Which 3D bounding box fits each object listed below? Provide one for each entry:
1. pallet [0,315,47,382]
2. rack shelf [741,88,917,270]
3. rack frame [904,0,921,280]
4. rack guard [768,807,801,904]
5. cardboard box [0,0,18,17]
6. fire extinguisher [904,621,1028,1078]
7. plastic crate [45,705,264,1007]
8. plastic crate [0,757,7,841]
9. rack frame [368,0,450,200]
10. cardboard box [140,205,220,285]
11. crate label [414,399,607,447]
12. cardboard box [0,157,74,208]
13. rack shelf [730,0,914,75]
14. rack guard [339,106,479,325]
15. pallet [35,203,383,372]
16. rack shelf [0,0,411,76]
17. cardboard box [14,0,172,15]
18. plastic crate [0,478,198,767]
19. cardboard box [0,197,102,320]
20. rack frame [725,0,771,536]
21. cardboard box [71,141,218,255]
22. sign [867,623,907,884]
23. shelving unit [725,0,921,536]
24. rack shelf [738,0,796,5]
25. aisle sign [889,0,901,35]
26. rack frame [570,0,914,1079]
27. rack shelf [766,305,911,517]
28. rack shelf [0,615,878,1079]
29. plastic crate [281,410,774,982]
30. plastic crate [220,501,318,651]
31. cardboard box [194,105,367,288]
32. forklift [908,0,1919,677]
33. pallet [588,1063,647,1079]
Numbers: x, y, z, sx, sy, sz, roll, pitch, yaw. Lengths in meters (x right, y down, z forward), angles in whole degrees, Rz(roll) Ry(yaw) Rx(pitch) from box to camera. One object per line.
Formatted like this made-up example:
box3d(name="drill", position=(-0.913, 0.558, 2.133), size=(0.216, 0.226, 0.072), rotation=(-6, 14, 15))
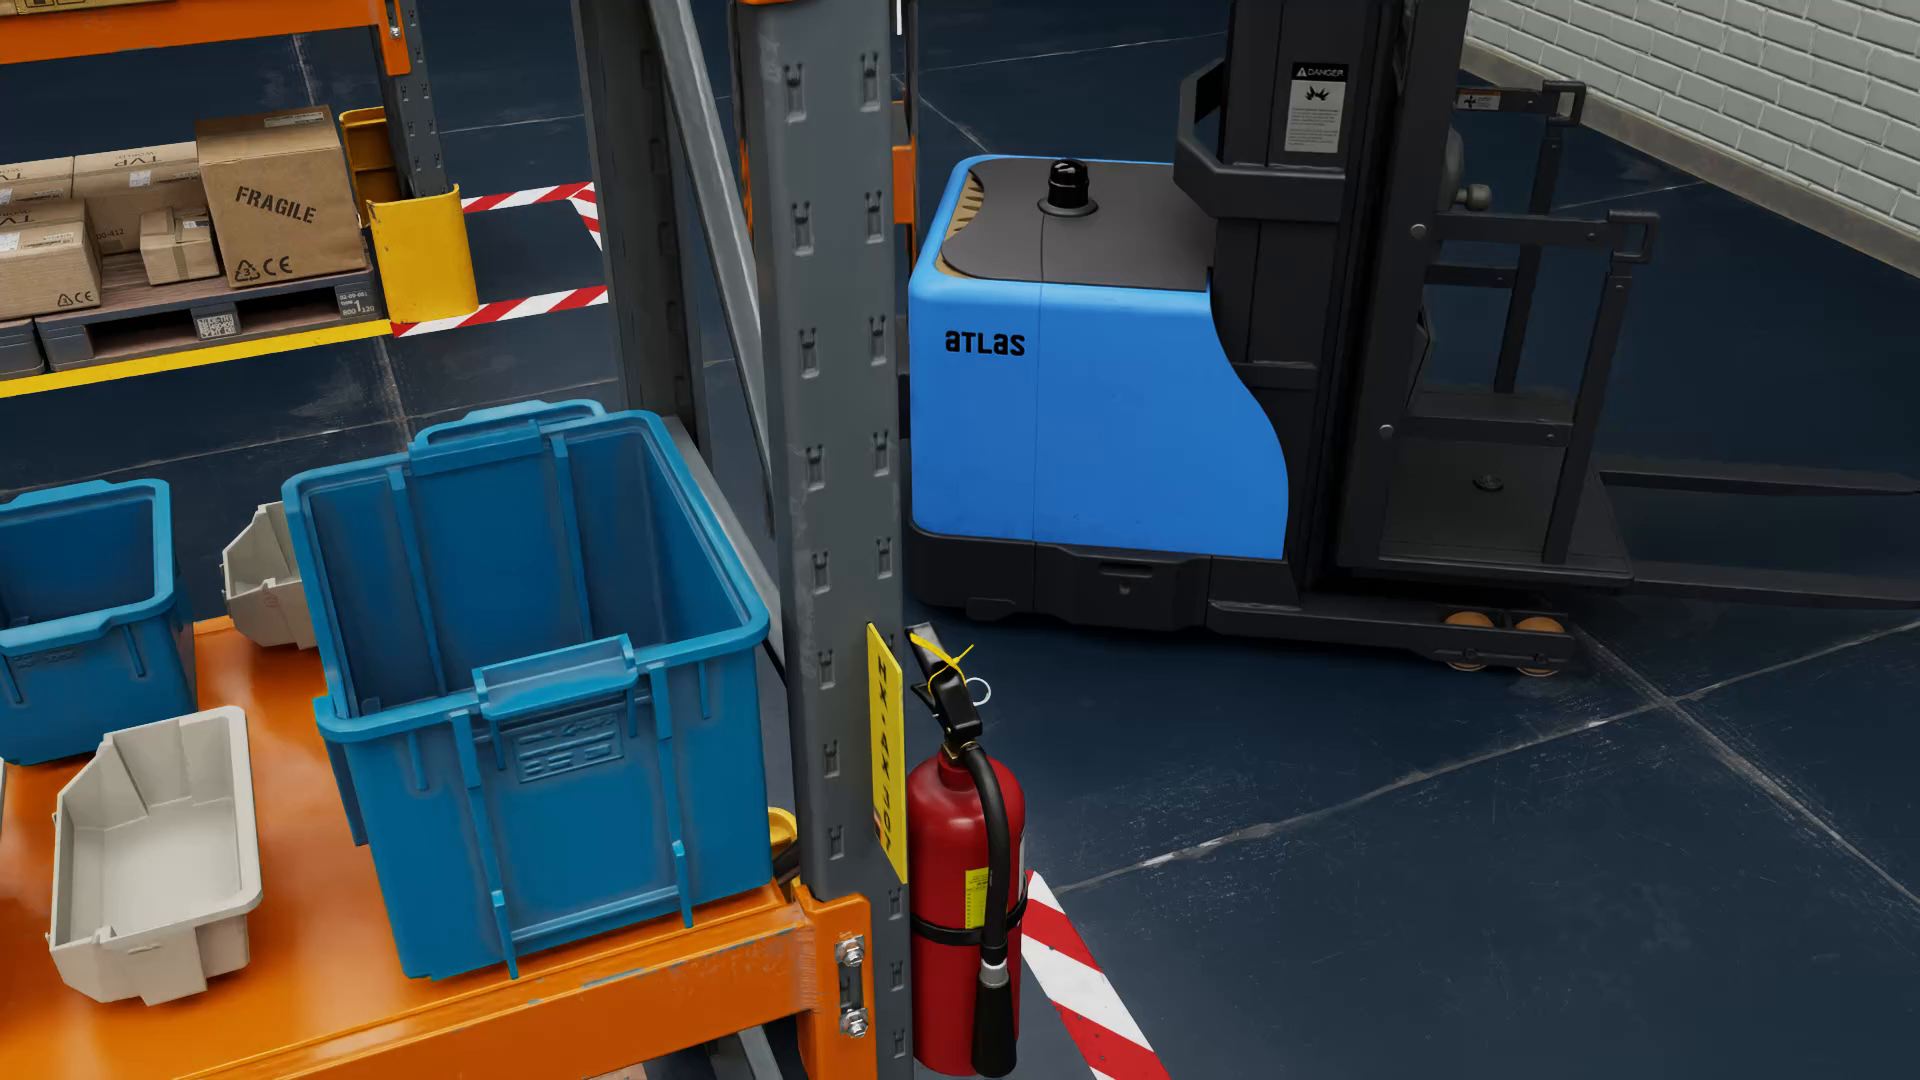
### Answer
box3d(name="pallet", position=(-4.155, -0.832, 6.335), size=(1.213, 0.211, 1.003), rotation=(-13, 35, -19))
box3d(name="rack shelf", position=(-0.381, -1.000, 4.887), size=(0.480, 0.518, 0.431), rotation=(-3, 33, -4))
box3d(name="rack frame", position=(-0.138, -1.023, 4.896), size=(0.015, 2.100, 0.400), rotation=(-3, 33, -4))
box3d(name="rack guard", position=(-0.296, 1.087, 3.121), size=(0.348, 0.500, 1.175), rotation=(-13, 35, -19))
box3d(name="cardboard box", position=(-3.474, -2.038, 5.540), size=(0.500, 0.500, 0.500), rotation=(-13, 35, -19))
box3d(name="fire extinguisher", position=(0.002, 0.436, 2.242), size=(0.183, 0.674, 0.296), rotation=(-13, 35, -19))
box3d(name="plastic crate", position=(-0.995, 0.399, 2.073), size=(0.243, 0.136, 0.396), rotation=(-13, 35, -19))
box3d(name="plastic crate", position=(-1.268, 0.453, 1.990), size=(0.243, 0.136, 0.396), rotation=(-13, 35, -19))
box3d(name="rack frame", position=(-2.227, -2.441, 6.251), size=(0.127, 3.000, 1.000), rotation=(-13, 35, -19))
box3d(name="cardboard box", position=(-3.042, -1.159, 6.475), size=(0.250, 0.166, 0.380), rotation=(-13, 35, -19))
box3d(name="crate label", position=(-0.668, -0.018, 2.625), size=(0.303, 0.233, 0.416), rotation=(-13, 35, -19))
box3d(name="cardboard box", position=(-3.760, -1.290, 6.599), size=(0.500, 0.250, 0.500), rotation=(-13, 35, -19))
box3d(name="rack shelf", position=(-0.381, -1.587, 4.505), size=(0.480, 0.518, 0.431), rotation=(-3, 33, -4))
box3d(name="rack guard", position=(-2.297, -1.377, 6.908), size=(0.348, 0.500, 1.175), rotation=(-13, 35, -19))
box3d(name="pallet", position=(-3.032, -1.087, 6.728), size=(1.213, 0.211, 1.003), rotation=(-13, 35, -19))
box3d(name="rack shelf", position=(-4.071, -1.717, 5.798), size=(4.000, 0.370, 1.077), rotation=(-13, 35, -19))
box3d(name="cardboard box", position=(-3.012, -2.140, 5.697), size=(0.500, 0.500, 0.500), rotation=(-13, 35, -19))
box3d(name="plastic crate", position=(-1.275, 0.121, 2.412), size=(0.300, 0.233, 0.416), rotation=(-13, 35, -19))
box3d(name="cardboard box", position=(-3.521, -1.049, 6.229), size=(0.500, 0.250, 0.500), rotation=(-13, 35, -19))
box3d(name="rack frame", position=(-0.624, -1.000, 4.862), size=(0.015, 2.100, 0.400), rotation=(-3, 33, -4))
box3d(name="cardboard box", position=(-3.299, -1.395, 6.762), size=(0.500, 0.250, 0.500), rotation=(-13, 35, -19))
box3d(name="sign", position=(-0.085, 0.255, 1.957), size=(0.005, 0.325, 0.100), rotation=(-13, 35, -19))
box3d(name="shelving unit", position=(-0.381, -1.011, 4.879), size=(0.503, 2.100, 0.431), rotation=(-3, 33, -4))
box3d(name="rack shelf", position=(-2.157, -0.483, 1.151), size=(4.000, 0.370, 1.077), rotation=(-13, 35, -19))
box3d(name="aisle sign", position=(-0.133, -0.907, 1.510), size=(0.004, 0.787, 0.394), rotation=(-13, 35, -19))
box3d(name="rack frame", position=(-0.313, 0.051, 2.422), size=(0.127, 3.000, 1.000), rotation=(-13, 35, -19))
box3d(name="rack shelf", position=(-0.381, -0.413, 5.268), size=(0.480, 0.518, 0.431), rotation=(-3, 33, -4))
box3d(name="rack shelf", position=(-2.157, 0.774, 1.969), size=(4.000, 0.370, 1.077), rotation=(-13, 35, -19))
box3d(name="plastic crate", position=(-0.550, 0.175, 2.143), size=(0.499, 0.435, 0.616), rotation=(-13, 35, -19))
box3d(name="plastic crate", position=(-0.996, 0.049, 2.612), size=(0.298, 0.136, 0.250), rotation=(-13, 35, -19))
box3d(name="cardboard box", position=(-2.633, -1.339, 6.446), size=(0.500, 0.500, 0.500), rotation=(-13, 35, -19))
box3d(name="forklift", position=(1.408, -1.155, 4.338), size=(3.031, 2.935, 1.130), rotation=(4, 33, 7))
box3d(name="pallet", position=(-1.089, 1.374, 2.945), size=(1.213, 0.211, 1.003), rotation=(-13, 35, -19))
